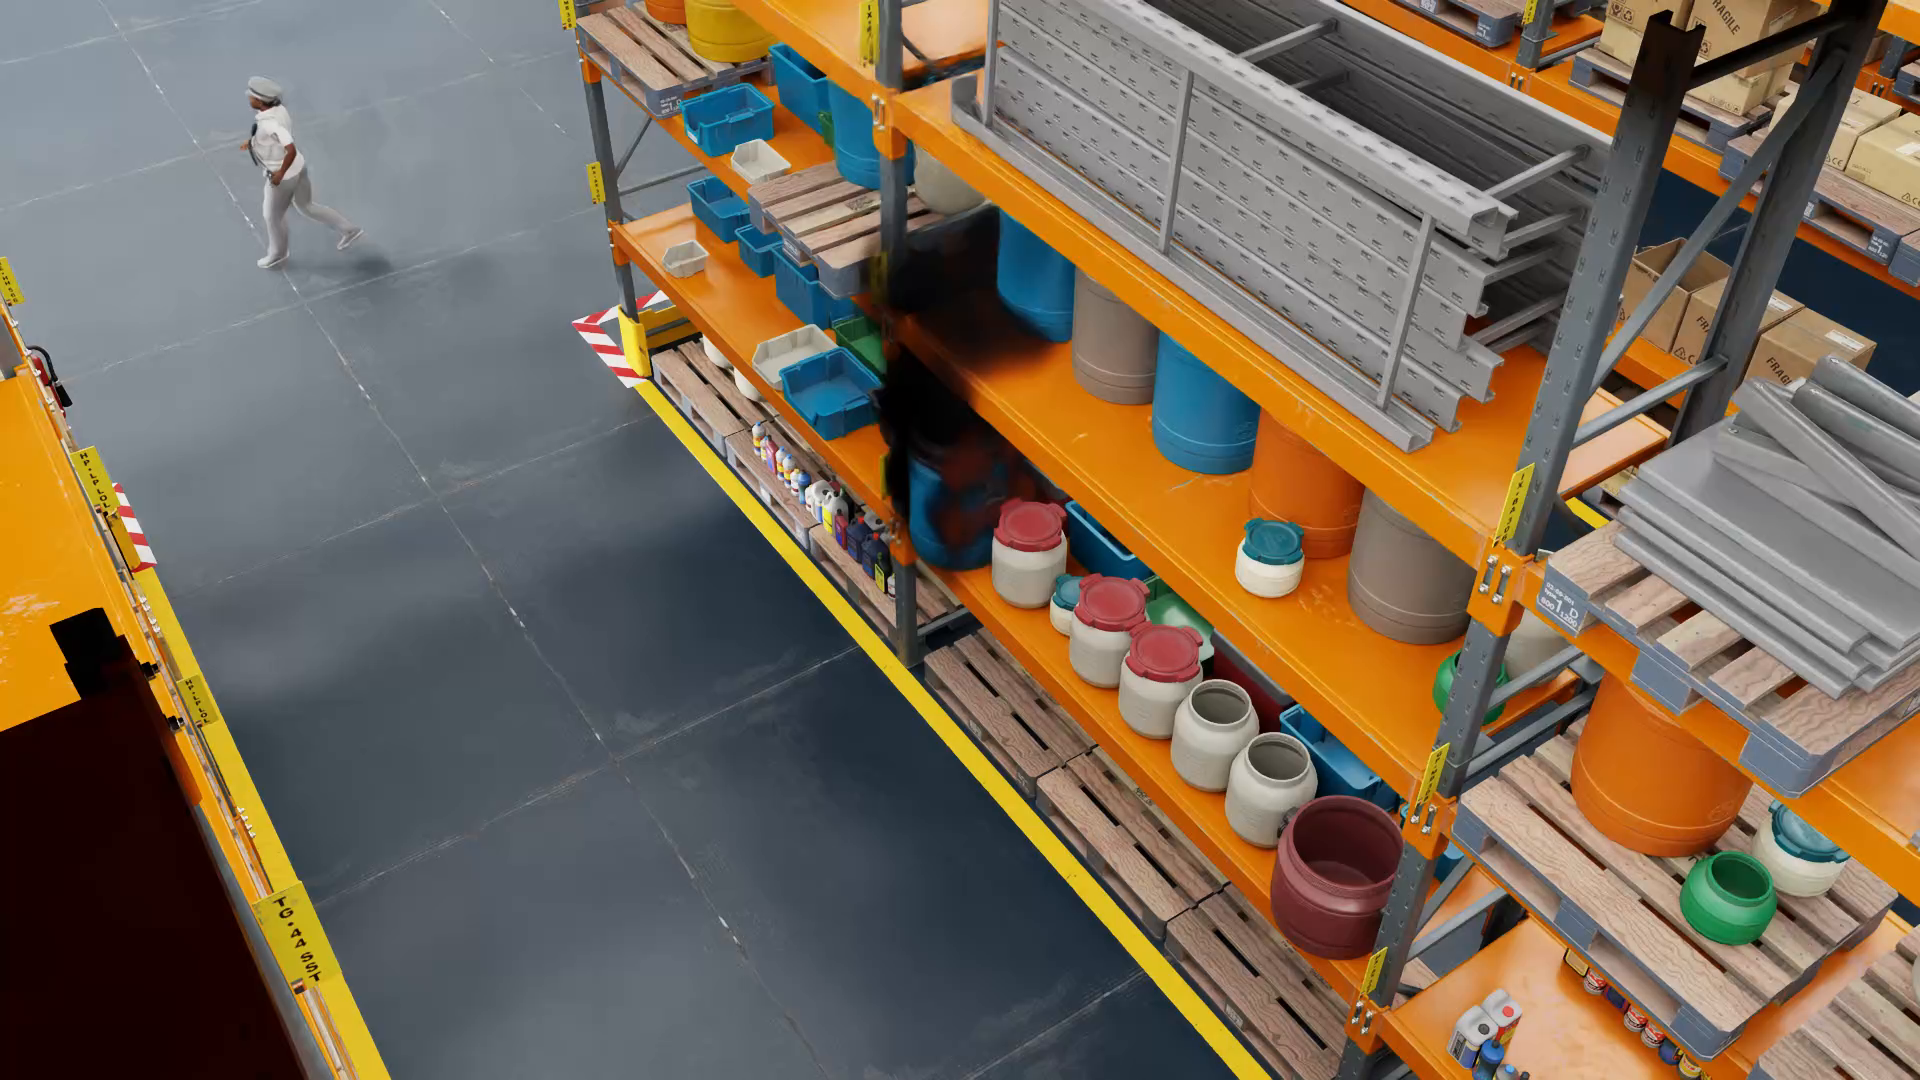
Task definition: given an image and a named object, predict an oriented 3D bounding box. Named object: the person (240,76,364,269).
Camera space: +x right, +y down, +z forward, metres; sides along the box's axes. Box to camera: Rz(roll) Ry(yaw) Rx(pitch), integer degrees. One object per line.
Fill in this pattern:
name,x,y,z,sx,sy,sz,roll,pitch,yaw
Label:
person,-5.586,-3.038,13.810,0.934,1.715,0.590,-1,43,-1
